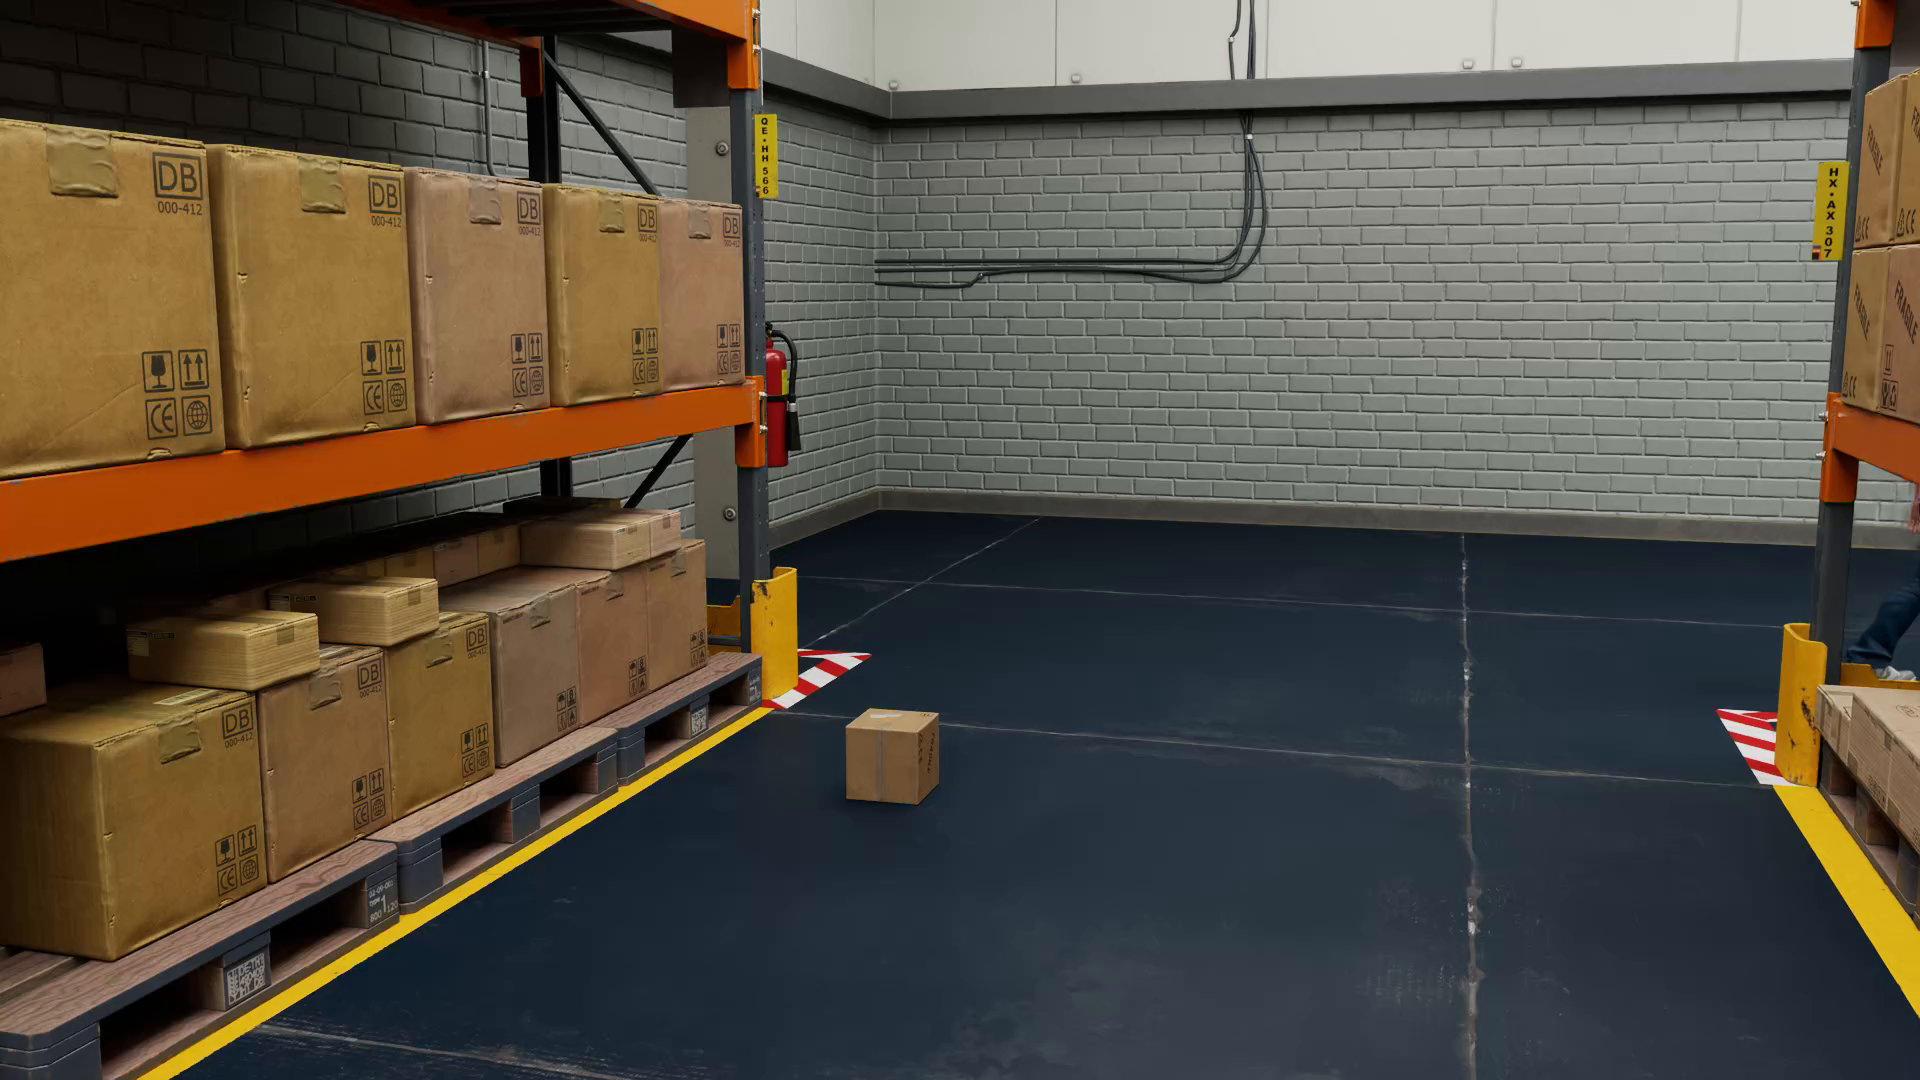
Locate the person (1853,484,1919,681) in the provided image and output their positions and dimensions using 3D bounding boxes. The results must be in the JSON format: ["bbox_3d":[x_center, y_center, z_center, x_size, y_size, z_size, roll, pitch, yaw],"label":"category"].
[{"bbox_3d":[4.140,-0.143,6.736,0.892,1.547,0.453,2,9,13],"label":"person"}]
